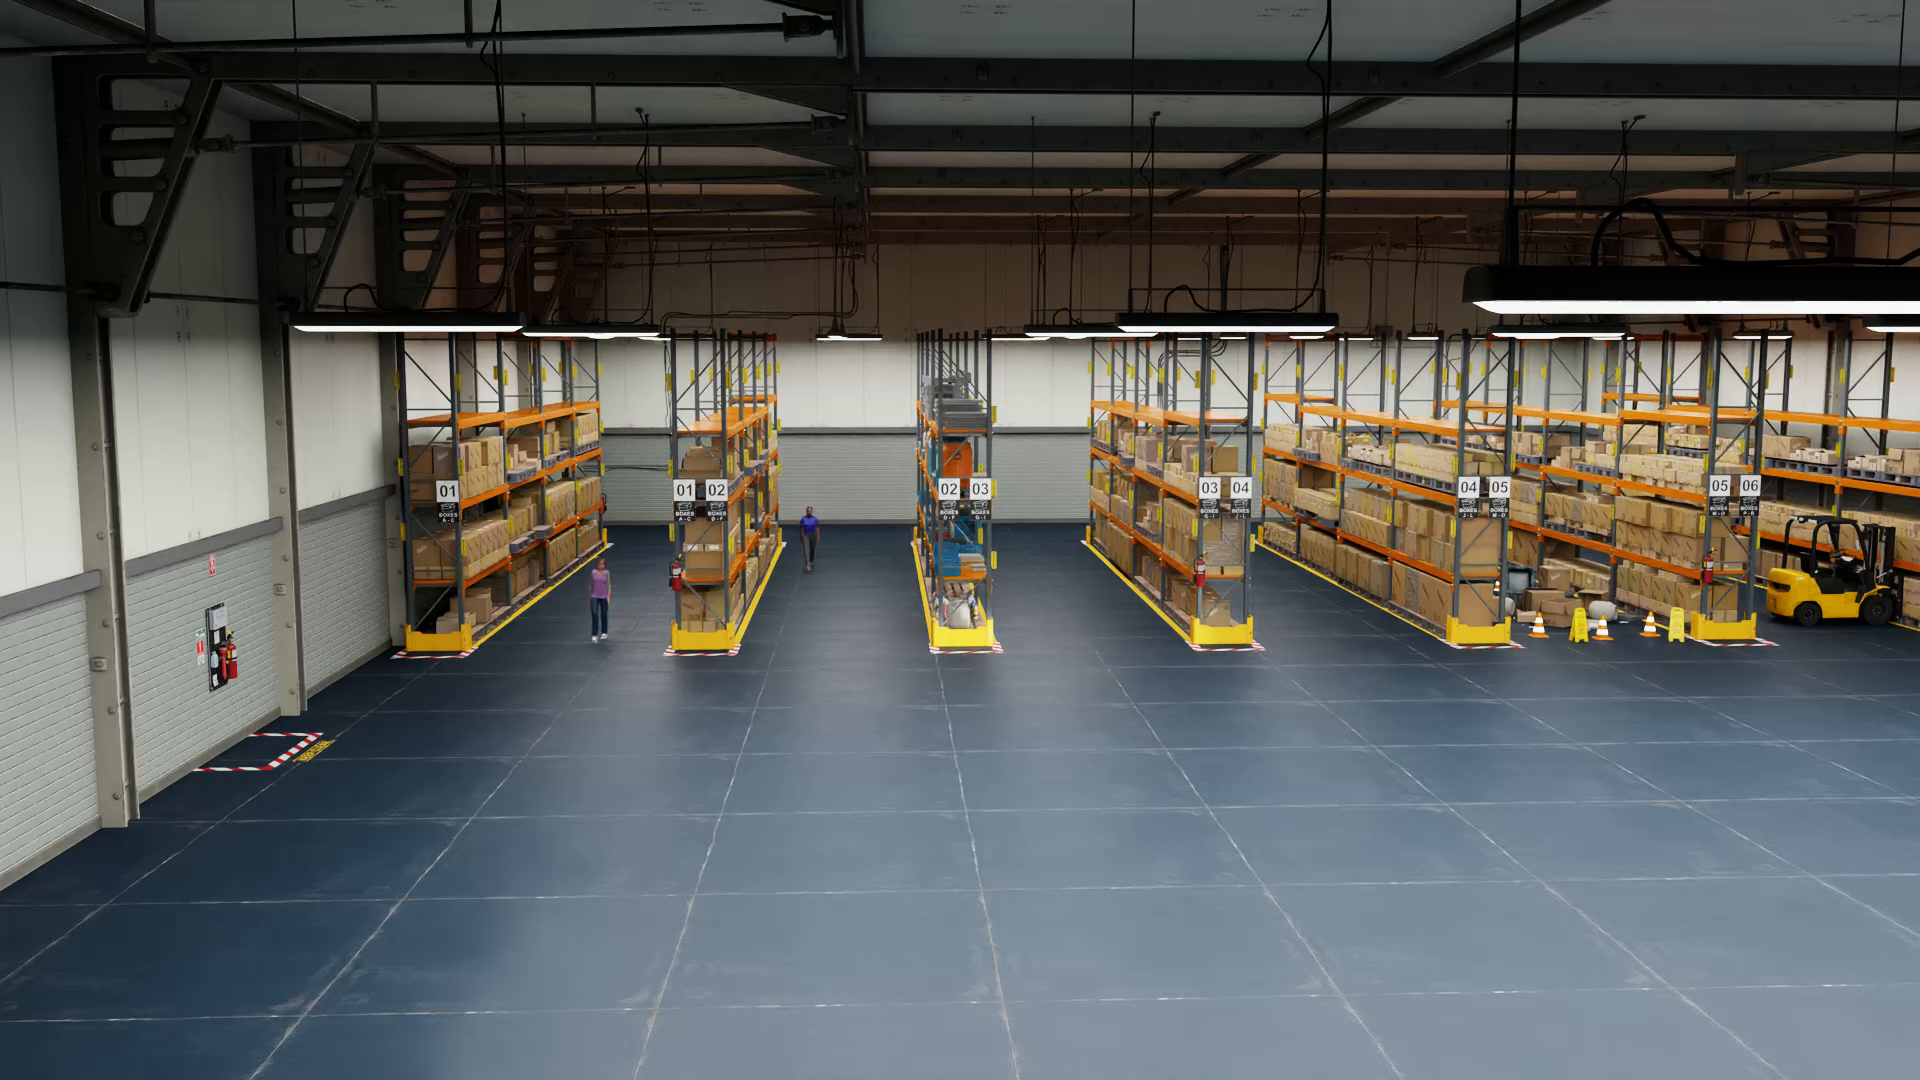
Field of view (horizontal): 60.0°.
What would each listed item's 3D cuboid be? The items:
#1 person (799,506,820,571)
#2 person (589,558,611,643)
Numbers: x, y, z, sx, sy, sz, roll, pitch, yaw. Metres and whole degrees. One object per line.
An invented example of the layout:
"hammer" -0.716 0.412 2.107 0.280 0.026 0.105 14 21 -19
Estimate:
"person" -3.816 -0.064 42.239 0.509 1.595 1.021 -1 7 -8
"person" -6.955 1.167 32.126 0.436 1.627 0.576 -1 7 -8
